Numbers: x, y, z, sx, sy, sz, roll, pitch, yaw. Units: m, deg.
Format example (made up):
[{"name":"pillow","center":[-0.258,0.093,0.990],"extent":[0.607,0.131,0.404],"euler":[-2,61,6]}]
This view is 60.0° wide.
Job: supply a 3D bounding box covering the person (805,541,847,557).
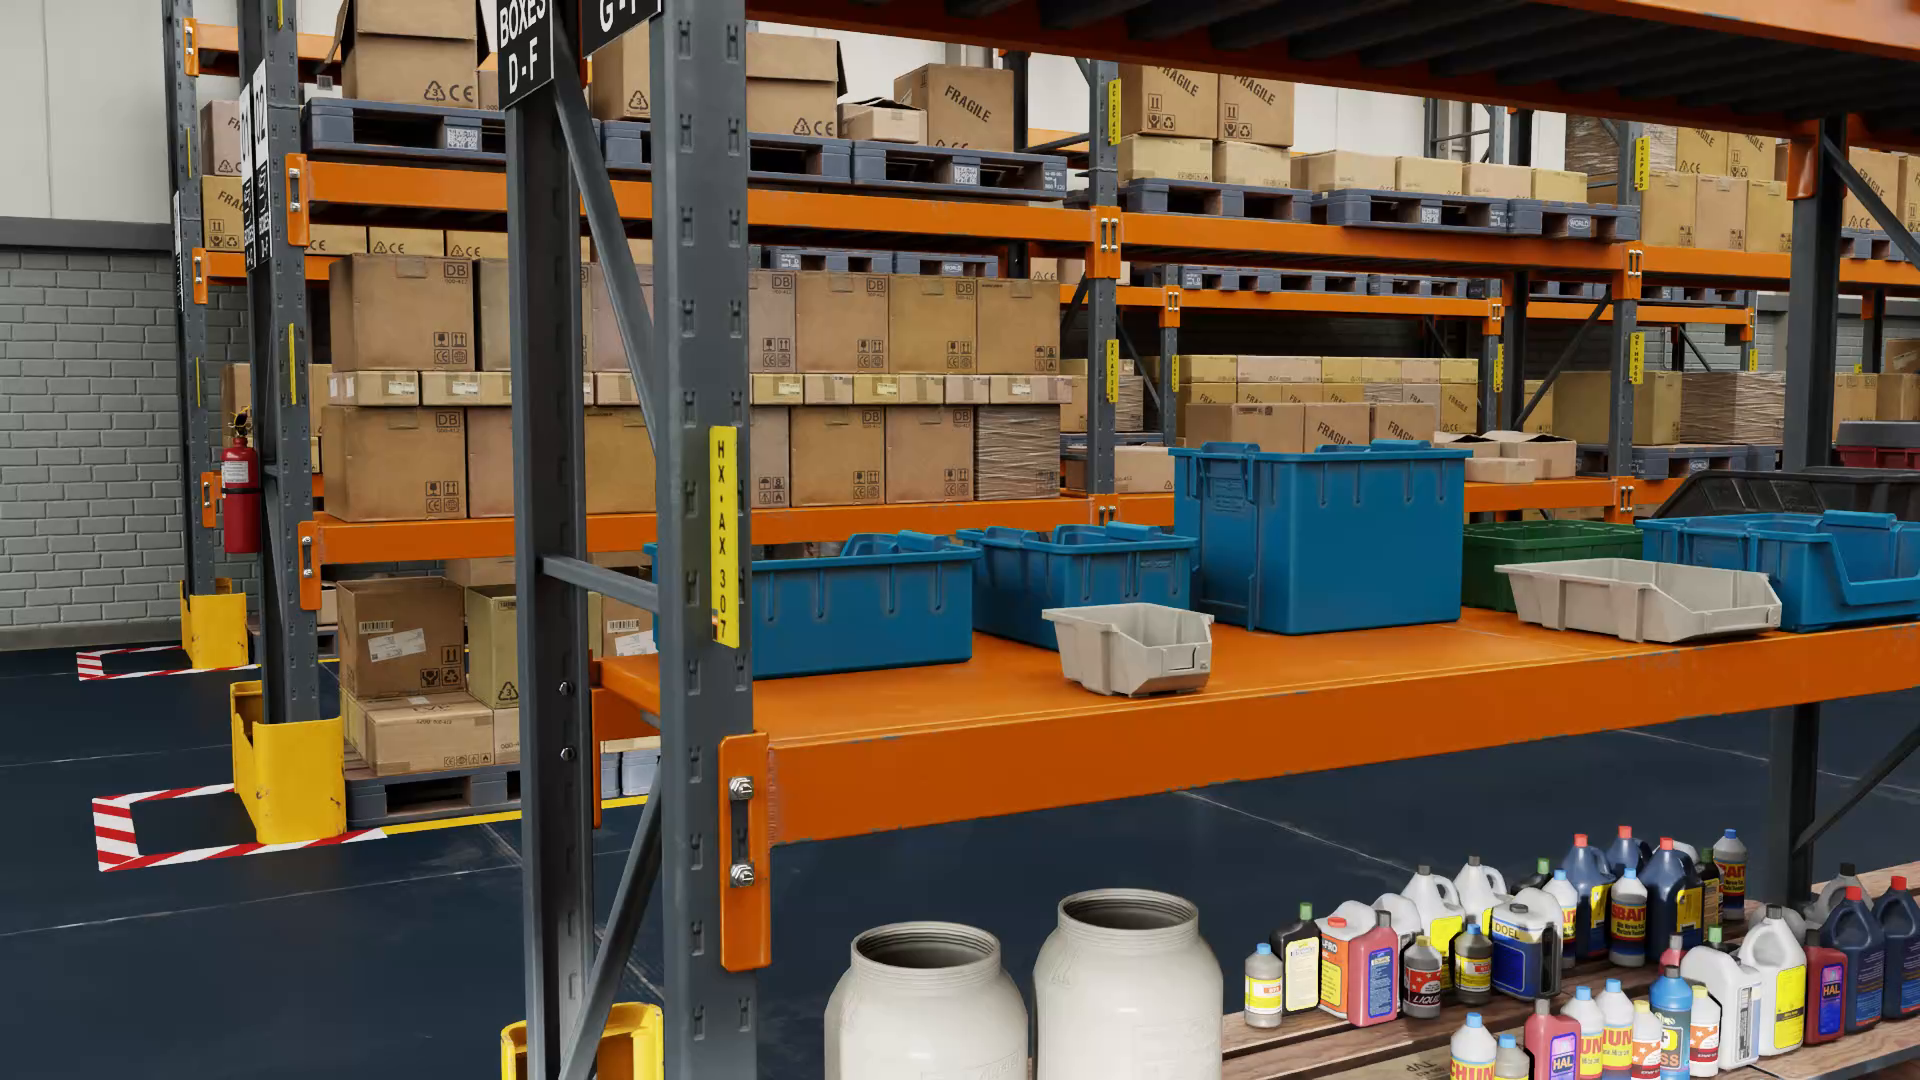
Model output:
[{"name":"person","center":[-0.825,-0.065,11.897],"extent":[0.626,1.760,0.461],"euler":[-3,6,-29]}]
